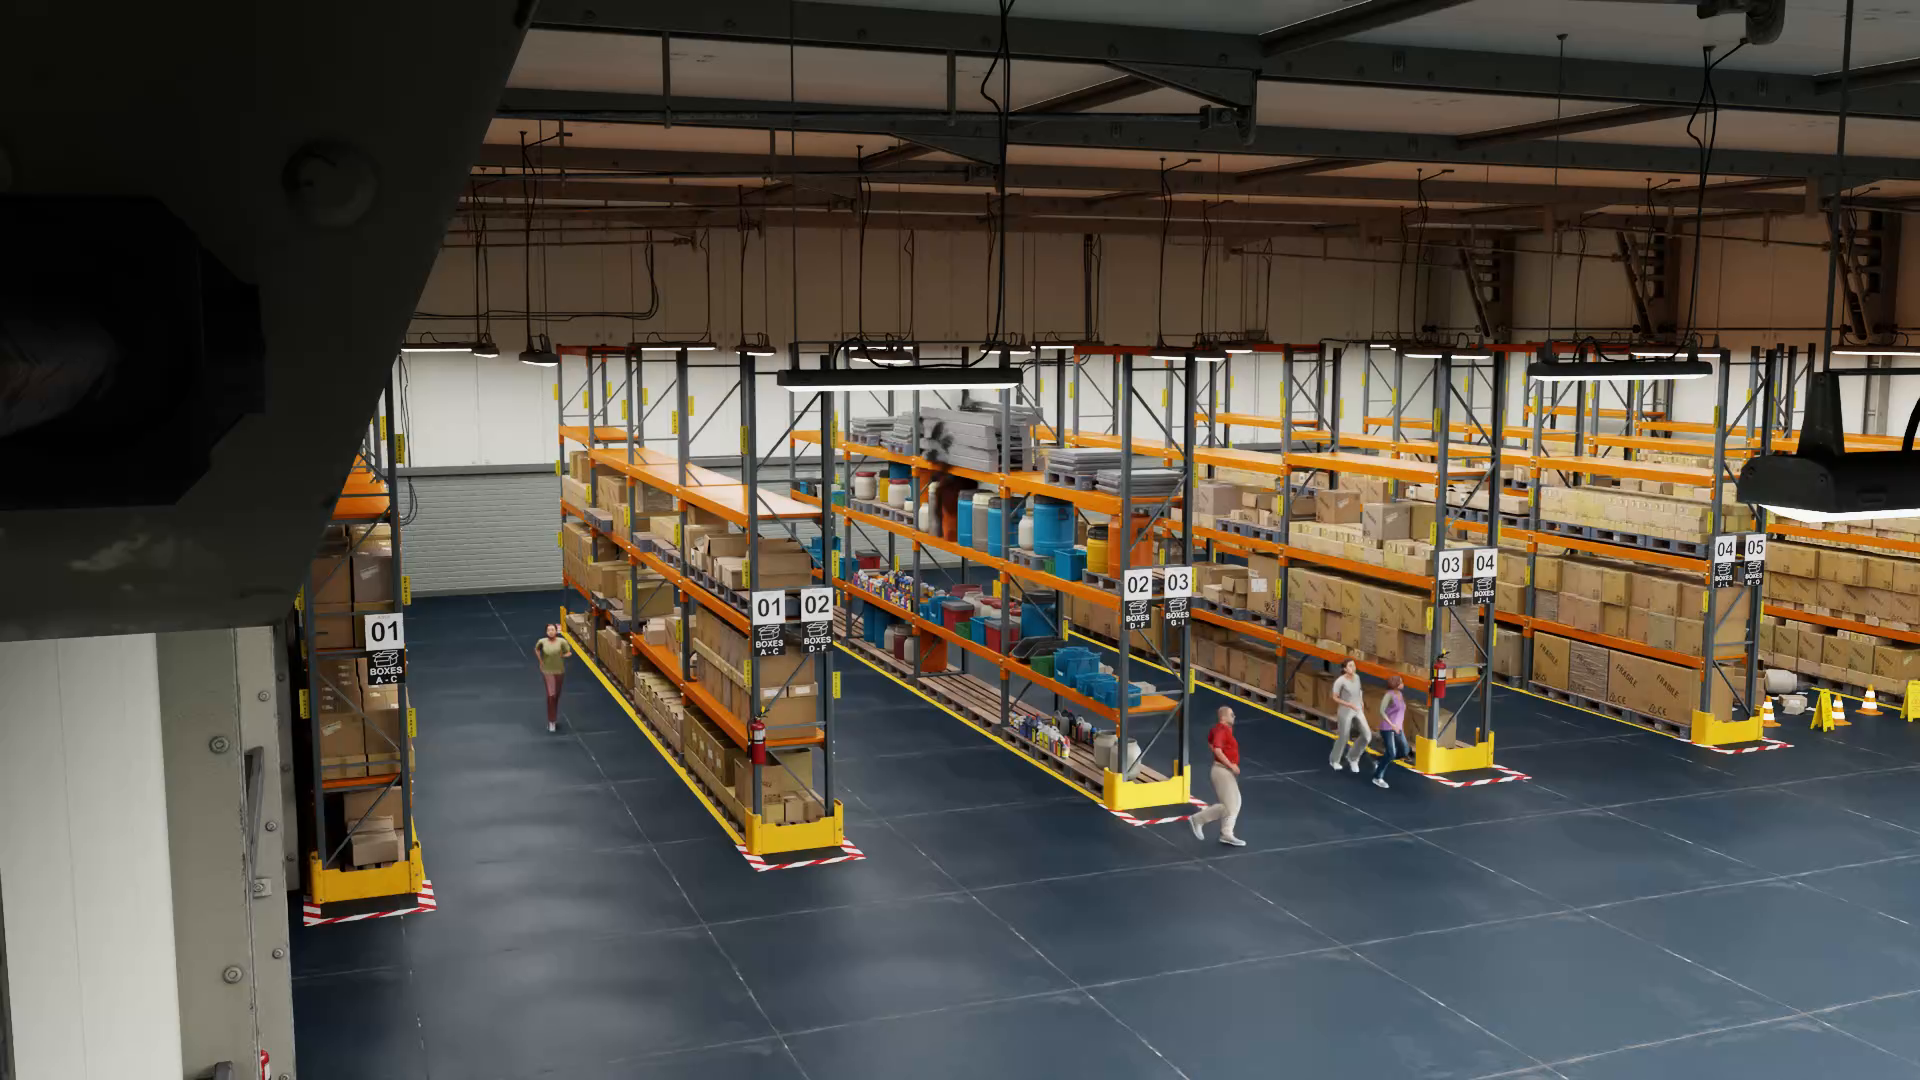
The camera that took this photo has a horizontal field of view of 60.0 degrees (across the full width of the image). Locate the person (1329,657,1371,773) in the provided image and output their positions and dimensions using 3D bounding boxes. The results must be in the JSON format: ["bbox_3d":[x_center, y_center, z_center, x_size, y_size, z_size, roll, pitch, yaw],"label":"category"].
[{"bbox_3d":[5.556,2.494,23.732,0.600,1.668,0.629,-4,8,-26],"label":"person"}]

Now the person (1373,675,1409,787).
[{"bbox_3d":[6.030,2.646,23.151,0.476,1.545,0.595,7,10,44],"label":"person"}]

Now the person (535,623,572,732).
[{"bbox_3d":[-6.462,2.155,26.510,0.547,1.731,0.741,-3,8,-21],"label":"person"}]

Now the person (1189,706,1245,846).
[{"bbox_3d":[3.193,2.898,20.600,0.694,1.689,0.699,1,7,7],"label":"person"}]
